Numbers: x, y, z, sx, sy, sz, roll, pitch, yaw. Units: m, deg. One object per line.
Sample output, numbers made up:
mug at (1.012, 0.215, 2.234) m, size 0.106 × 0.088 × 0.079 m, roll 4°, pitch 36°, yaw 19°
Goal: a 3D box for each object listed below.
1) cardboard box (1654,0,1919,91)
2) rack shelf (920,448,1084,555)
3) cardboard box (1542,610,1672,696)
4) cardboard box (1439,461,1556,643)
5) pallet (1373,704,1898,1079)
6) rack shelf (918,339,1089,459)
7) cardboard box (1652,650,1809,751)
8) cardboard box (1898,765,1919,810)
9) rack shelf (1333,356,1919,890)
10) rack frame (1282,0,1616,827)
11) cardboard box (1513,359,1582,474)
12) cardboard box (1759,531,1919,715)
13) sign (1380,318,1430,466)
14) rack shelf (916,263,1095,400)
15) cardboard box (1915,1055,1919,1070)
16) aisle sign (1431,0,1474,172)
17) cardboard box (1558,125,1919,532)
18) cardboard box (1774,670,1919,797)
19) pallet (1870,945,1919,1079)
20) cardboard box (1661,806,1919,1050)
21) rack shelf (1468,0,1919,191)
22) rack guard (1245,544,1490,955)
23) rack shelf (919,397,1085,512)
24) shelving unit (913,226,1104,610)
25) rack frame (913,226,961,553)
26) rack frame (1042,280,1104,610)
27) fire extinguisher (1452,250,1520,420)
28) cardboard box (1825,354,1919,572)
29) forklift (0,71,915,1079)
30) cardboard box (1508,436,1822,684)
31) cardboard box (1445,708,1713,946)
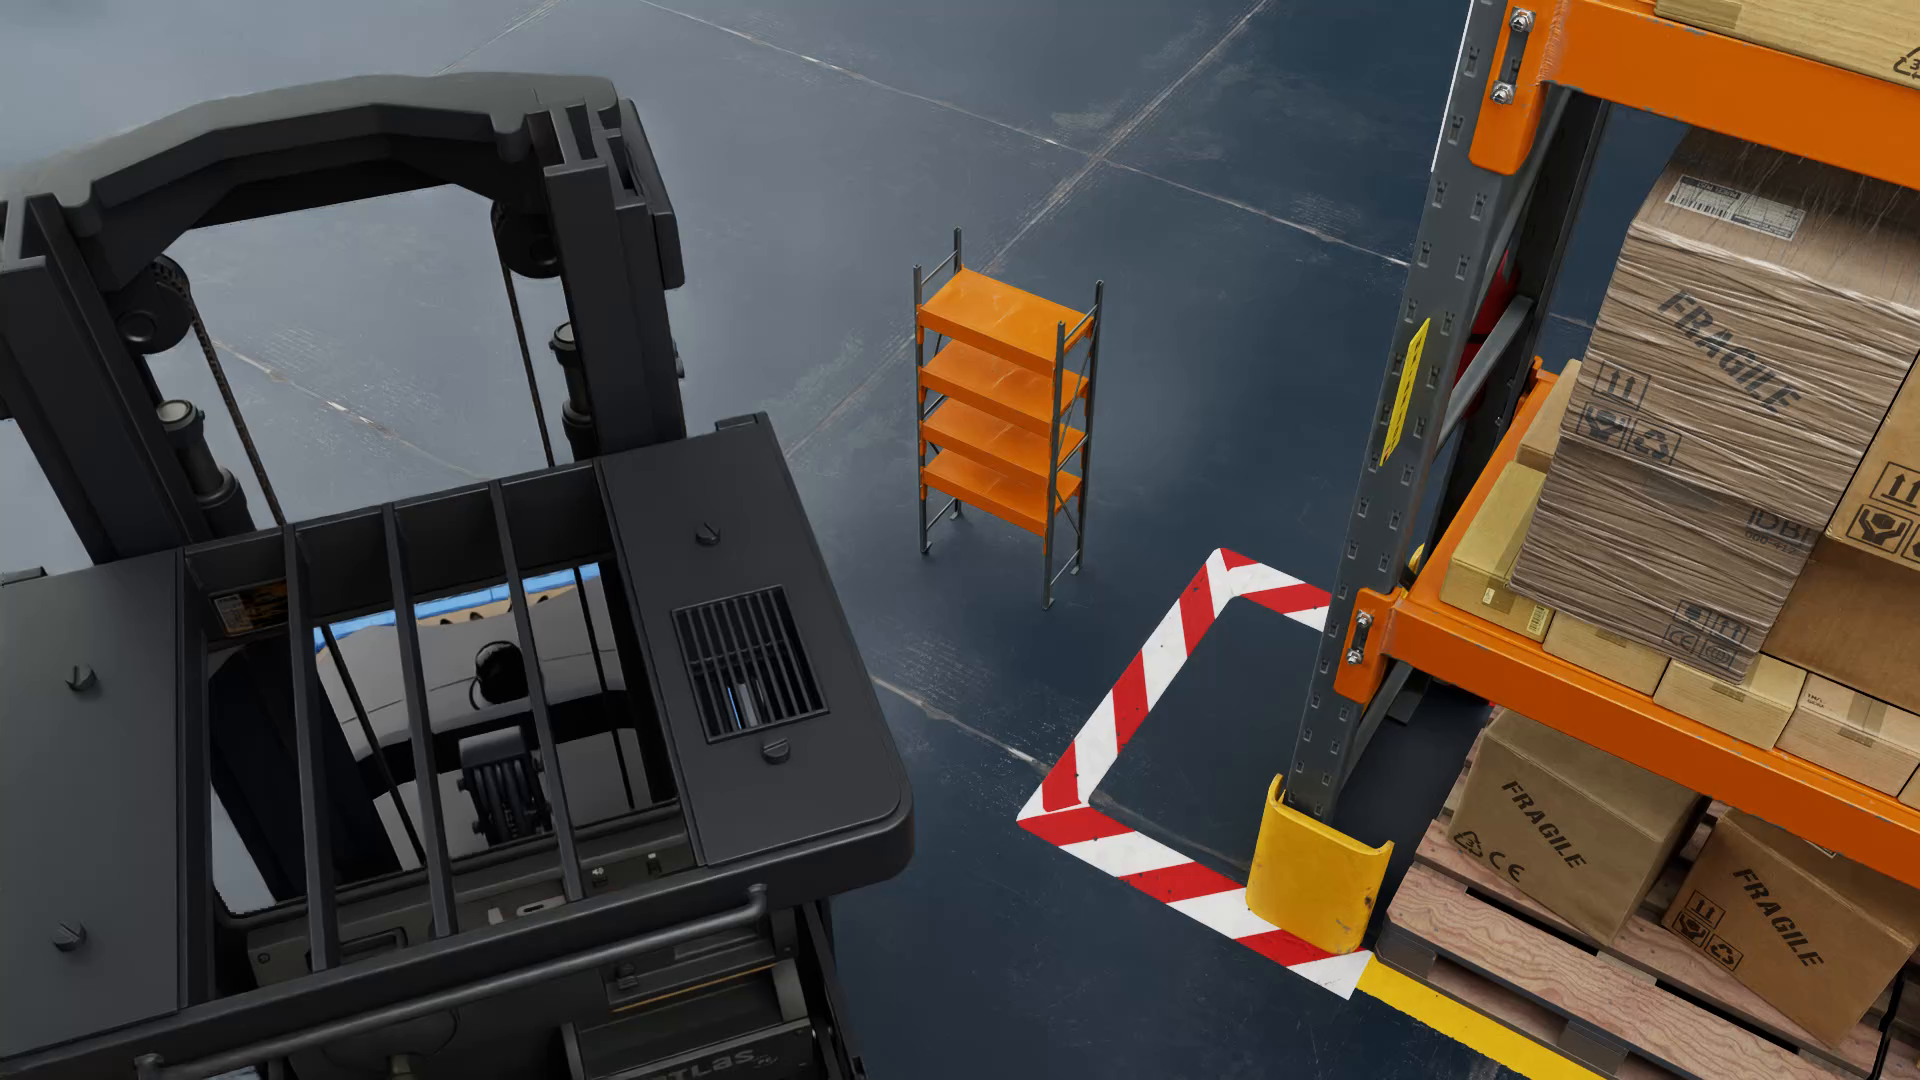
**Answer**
cardboard box at (1.452, -0.971, 2.615) m, size 0.500 × 0.250 × 0.500 m, roll 26°, pitch 51°, yaw 23°
rack shelf at (0.139, -0.169, 5.448) m, size 0.480 × 0.148 × 0.258 m, roll 25°, pitch 51°, yaw 22°
cardboard box at (1.498, 0.130, 3.707) m, size 0.250 × 0.149 × 0.380 m, roll 25°, pitch 51°, yaw 22°
cardboard box at (1.298, 0.022, 3.813) m, size 0.250 × 0.149 × 0.380 m, roll 25°, pitch 51°, yaw 22°
pallet at (1.915, 1.017, 4.615) m, size 1.213 × 0.211 × 1.003 m, roll 25°, pitch 51°, yaw 22°
rack shelf at (0.139, -0.463, 5.145) m, size 0.480 × 0.148 × 0.258 m, roll 25°, pitch 51°, yaw 22°
cardboard box at (1.700, 0.236, 3.604) m, size 0.250 × 0.149 × 0.380 m, roll 25°, pitch 51°, yaw 22°
cardboard box at (2.128, 0.421, 3.424) m, size 0.250 × 0.149 × 0.380 m, roll 25°, pitch 51°, yaw 22°
rack shelf at (2.870, 0.705, 3.475) m, size 4.000 × 0.370 × 1.077 m, roll 25°, pitch 51°, yaw 22°
rack frame at (1.186, -0.320, 3.970) m, size 0.127 × 3.000 × 1.000 m, roll 25°, pitch 51°, yaw 22°
cardboard box at (1.538, -0.247, 4.074) m, size 0.250 × 0.149 × 0.380 m, roll 25°, pitch 51°, yaw 22°
cardboard box at (2.120, -0.108, 3.486) m, size 0.500 × 0.500 × 0.875 m, roll 25°, pitch 51°, yaw 22°
sign at (0.894, -0.294, 3.341) m, size 0.005 × 0.325 × 0.100 m, roll 25°, pitch 51°, yaw 22°
rack shelf at (0.139, -0.628, 4.976) m, size 0.480 × 0.148 × 0.258 m, roll 25°, pitch 51°, yaw 22°
cardboard box at (2.741, 1.121, 4.019) m, size 0.500 × 0.500 × 0.500 m, roll 29°, pitch 53°, yaw 25°
aisle sign at (0.972, -1.069, 2.885) m, size 0.004 × 0.787 × 0.394 m, roll 25°, pitch 51°, yaw 22°
cardboard box at (1.502, -0.430, 3.102) m, size 0.500 × 0.500 × 0.500 m, roll 25°, pitch 51°, yaw 22°
cardboard box at (1.922, 0.320, 3.523) m, size 0.250 × 0.149 × 0.380 m, roll 25°, pitch 51°, yaw 22°
pallet at (2.938, 1.490, 4.155) m, size 1.213 × 0.211 × 1.003 m, roll 25°, pitch 51°, yaw 22°
cardboard box at (2.225, 0.867, 4.266) m, size 0.500 × 0.500 × 0.500 m, roll -33°, pitch 54°, yaw -28°
rack shelf at (2.870, -0.341, 2.399) m, size 4.000 × 0.370 × 1.077 m, roll 25°, pitch 51°, yaw 22°
rack guard at (1.250, 0.580, 4.838) m, size 0.348 × 0.500 × 1.175 m, roll 25°, pitch 51°, yaw 22°
rack shelf at (0.139, -0.307, 5.306) m, size 0.480 × 0.148 × 0.258 m, roll 25°, pitch 51°, yaw 22°
shelving unit at (0.139, -0.354, 5.257) m, size 0.503 × 1.200 × 0.258 m, roll 25°, pitch 51°, yaw 22°
rack frame at (-0.066, -0.449, 5.349) m, size 0.015 × 1.200 × 0.240 m, roll 25°, pitch 51°, yaw 22°
rack frame at (0.345, -0.260, 5.166) m, size 0.015 × 1.200 × 0.240 m, roll 25°, pitch 51°, yaw 22°
fire extinguisher at (1.339, -0.616, 4.311) m, size 0.183 × 0.674 × 0.296 m, roll 25°, pitch 51°, yaw 22°
cardboard box at (1.919, -0.232, 2.909) m, size 0.500 × 0.500 × 0.500 m, roll 25°, pitch 51°, yaw 22°
forklift at (-0.703, 0.853, 2.877) m, size 1.130 × 2.935 × 3.031 m, roll -13°, pitch 47°, yaw -13°
cardboard box at (1.635, -0.229, 3.604) m, size 0.500 × 0.500 × 0.875 m, roll 25°, pitch 51°, yaw 22°
cardboard box at (1.703, 0.656, 4.471) m, size 0.500 × 0.500 × 0.500 m, roll 34°, pitch 55°, yaw 29°
